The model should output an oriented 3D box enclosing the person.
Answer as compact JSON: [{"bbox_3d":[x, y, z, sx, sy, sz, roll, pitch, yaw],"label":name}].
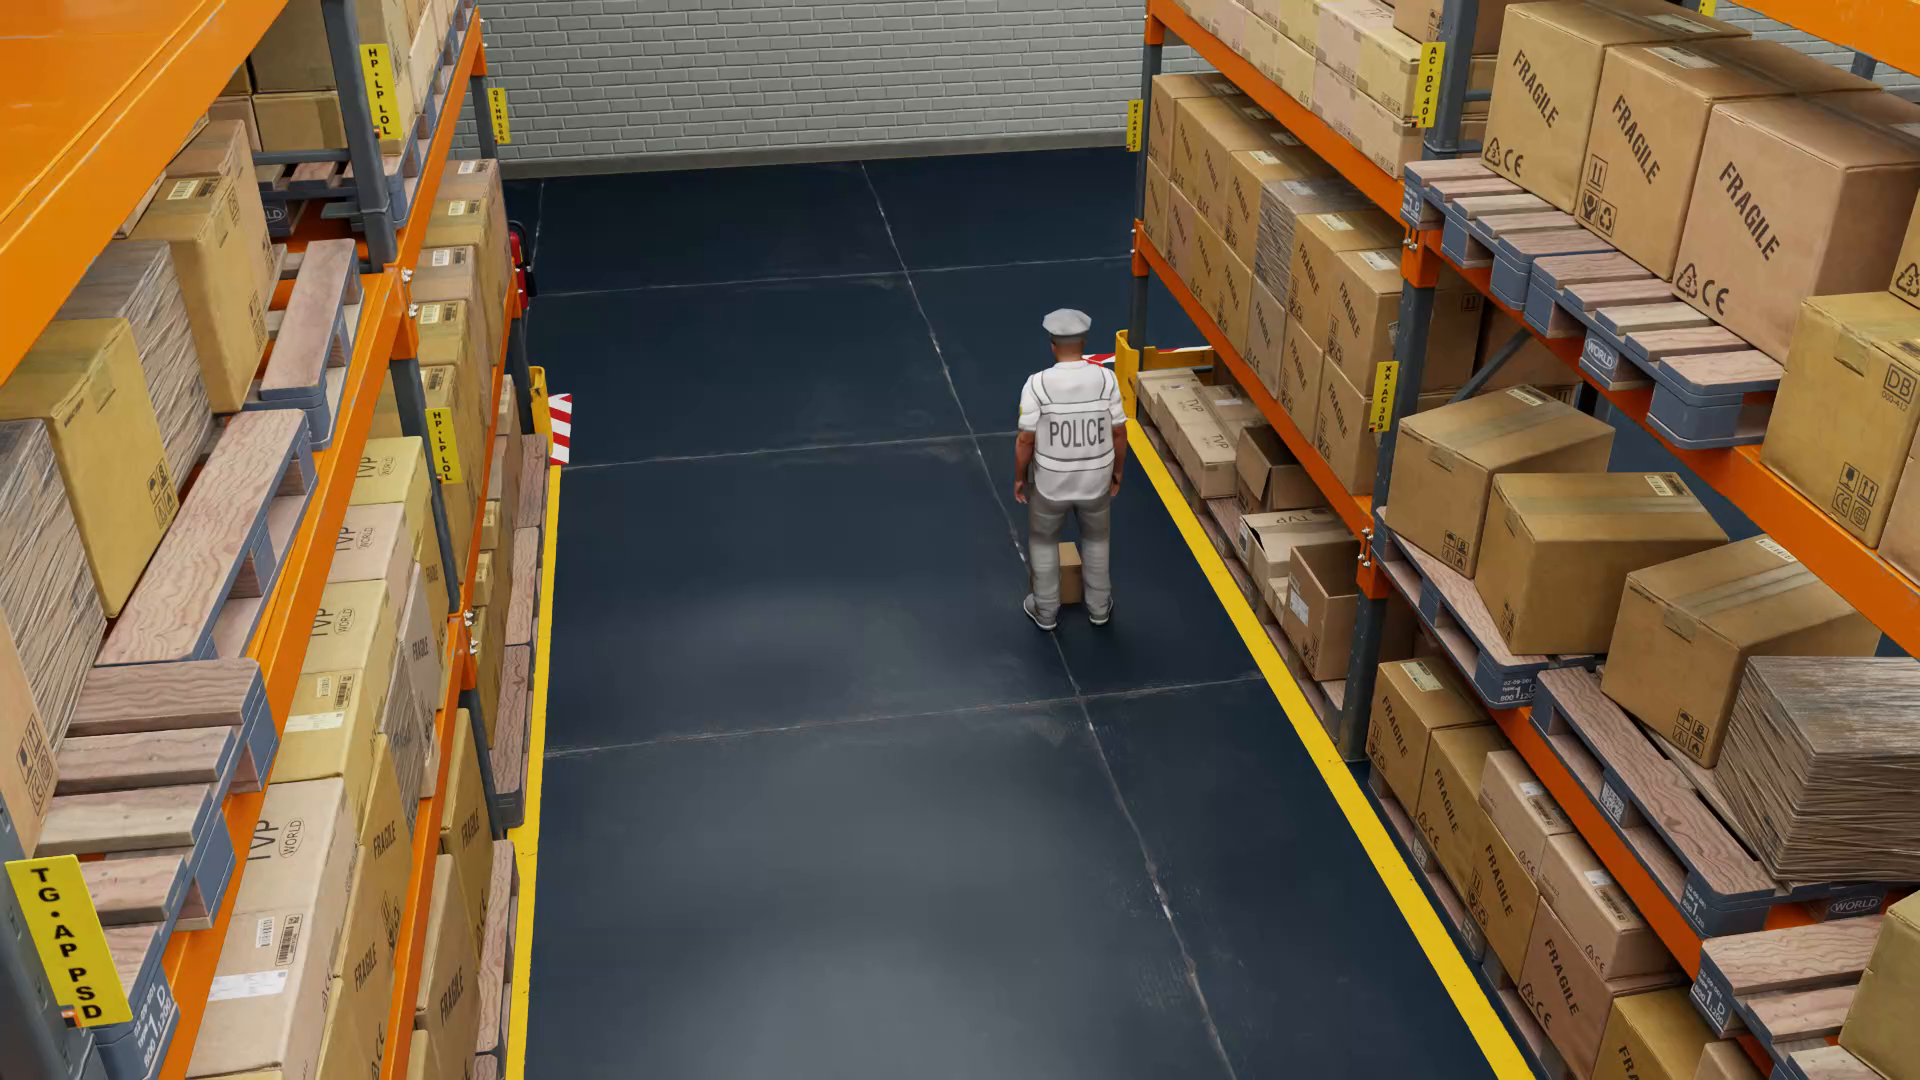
[{"bbox_3d":[0.573,-0.322,8.677,0.590,1.748,0.435,-4,31,-7],"label":"person"}]
